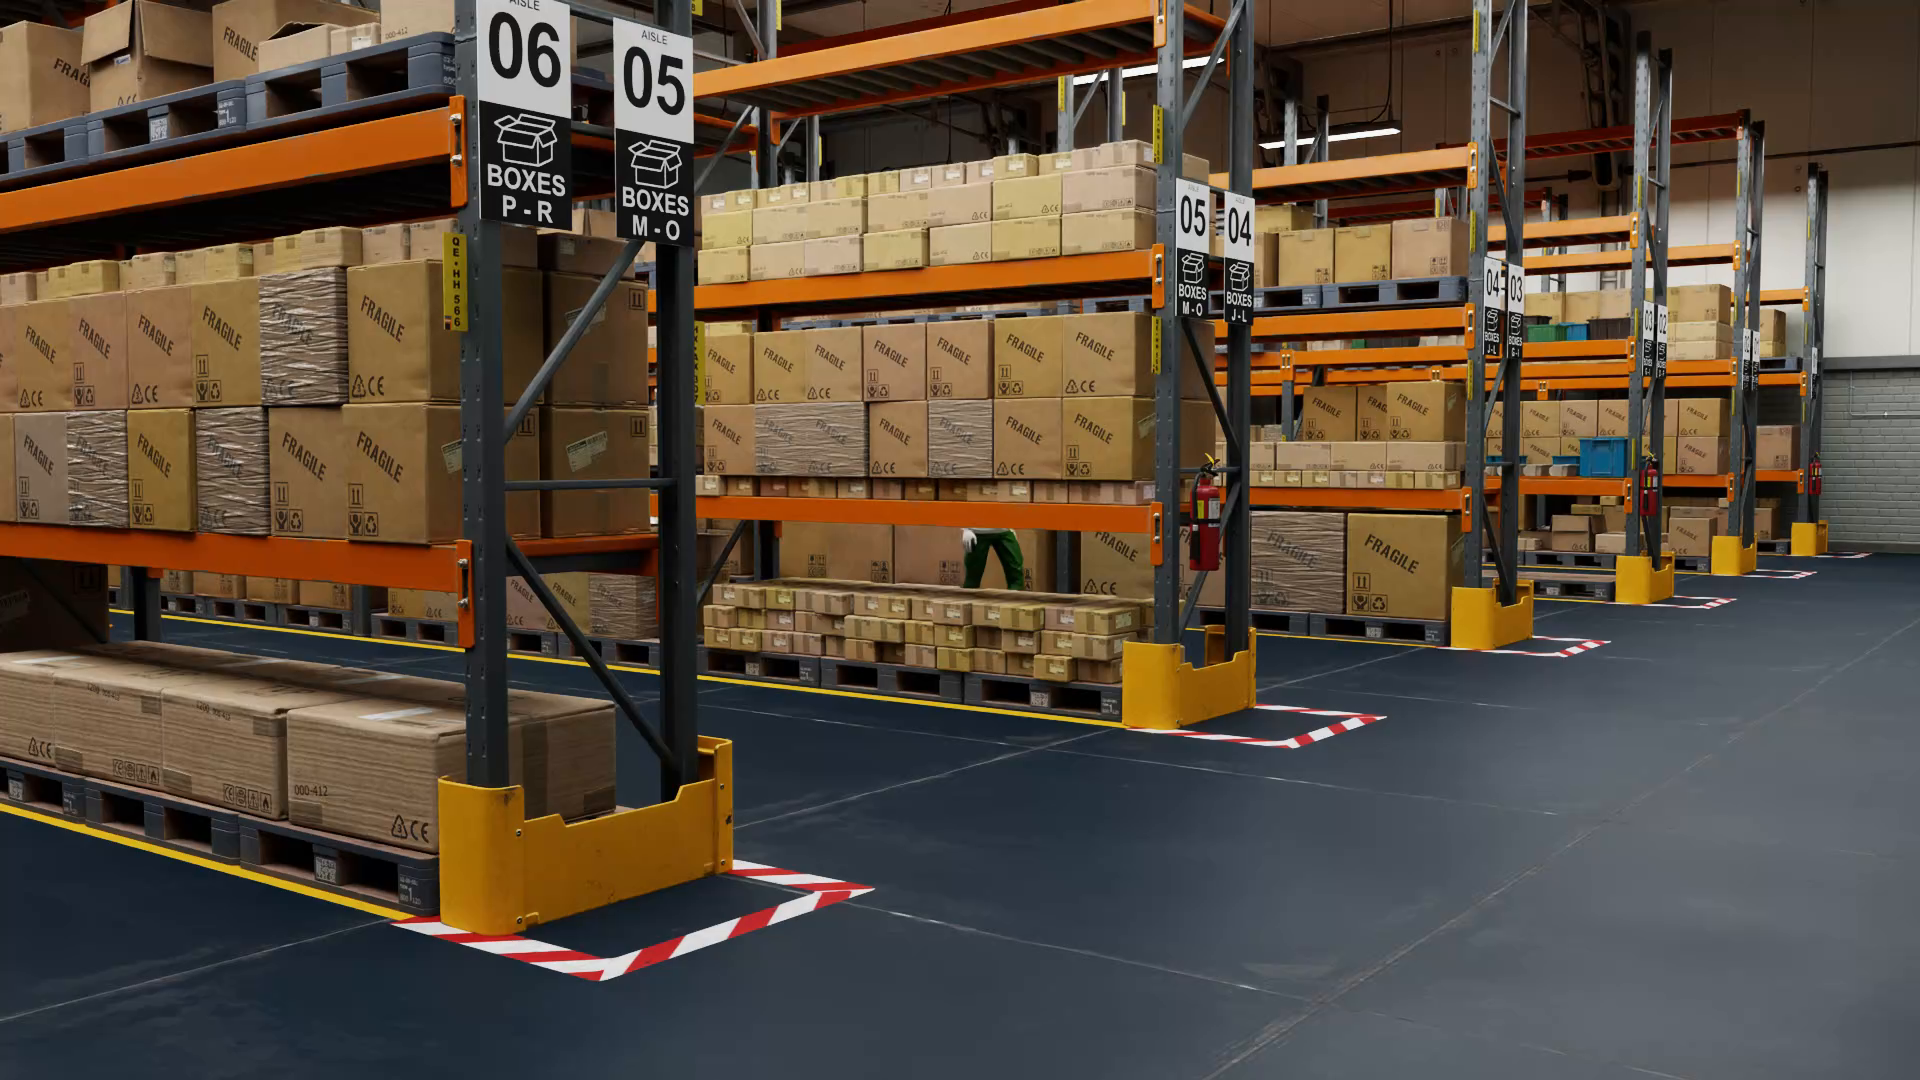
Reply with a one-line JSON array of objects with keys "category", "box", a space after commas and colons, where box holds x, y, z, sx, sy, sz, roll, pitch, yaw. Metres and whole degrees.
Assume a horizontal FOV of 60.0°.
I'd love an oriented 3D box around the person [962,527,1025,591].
[{"category": "person", "box": [0.327, -0.073, 14.652, 0.648, 1.766, 0.739, -2, 4, -27]}]
